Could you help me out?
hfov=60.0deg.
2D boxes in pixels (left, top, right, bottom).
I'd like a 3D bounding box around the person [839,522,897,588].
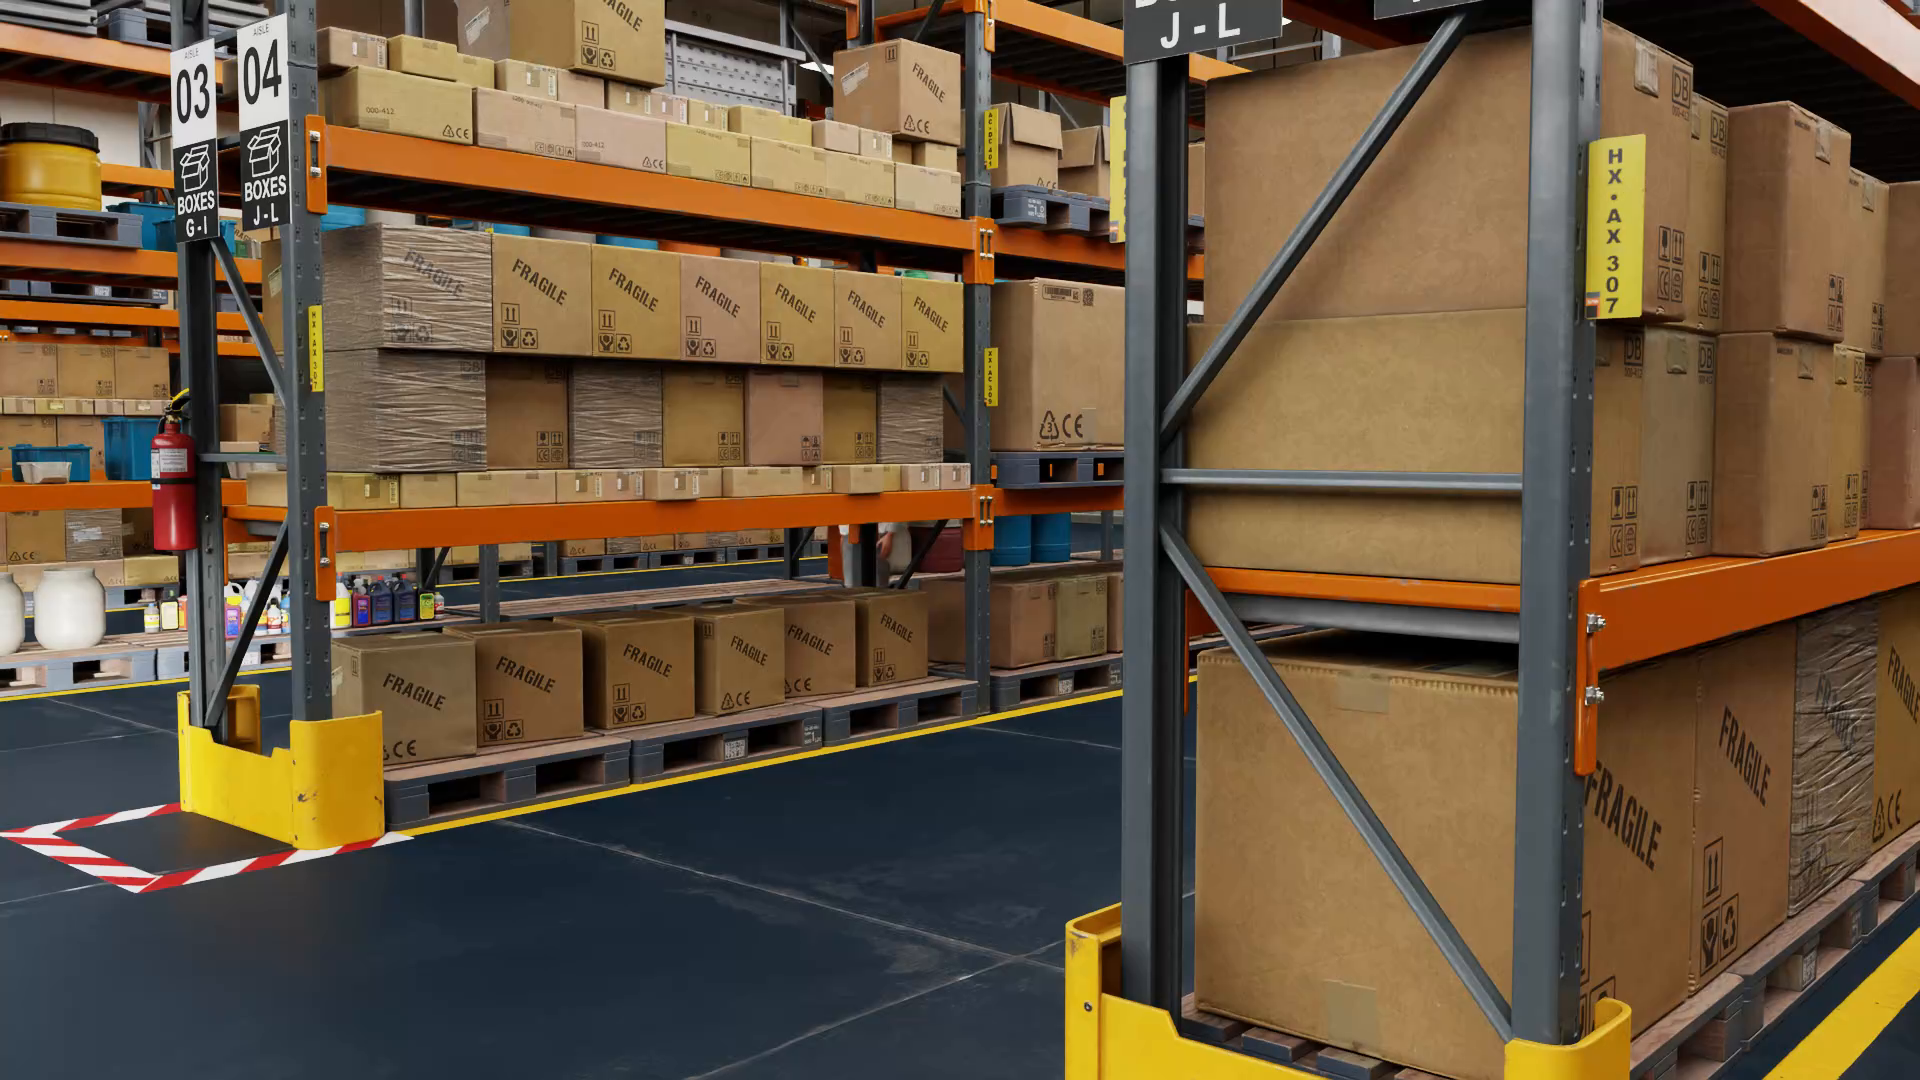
[{"bbox_3d":[-0.663,-0.035,12.115,0.532,1.768,0.360,3,5,42],"label":"person"}]
